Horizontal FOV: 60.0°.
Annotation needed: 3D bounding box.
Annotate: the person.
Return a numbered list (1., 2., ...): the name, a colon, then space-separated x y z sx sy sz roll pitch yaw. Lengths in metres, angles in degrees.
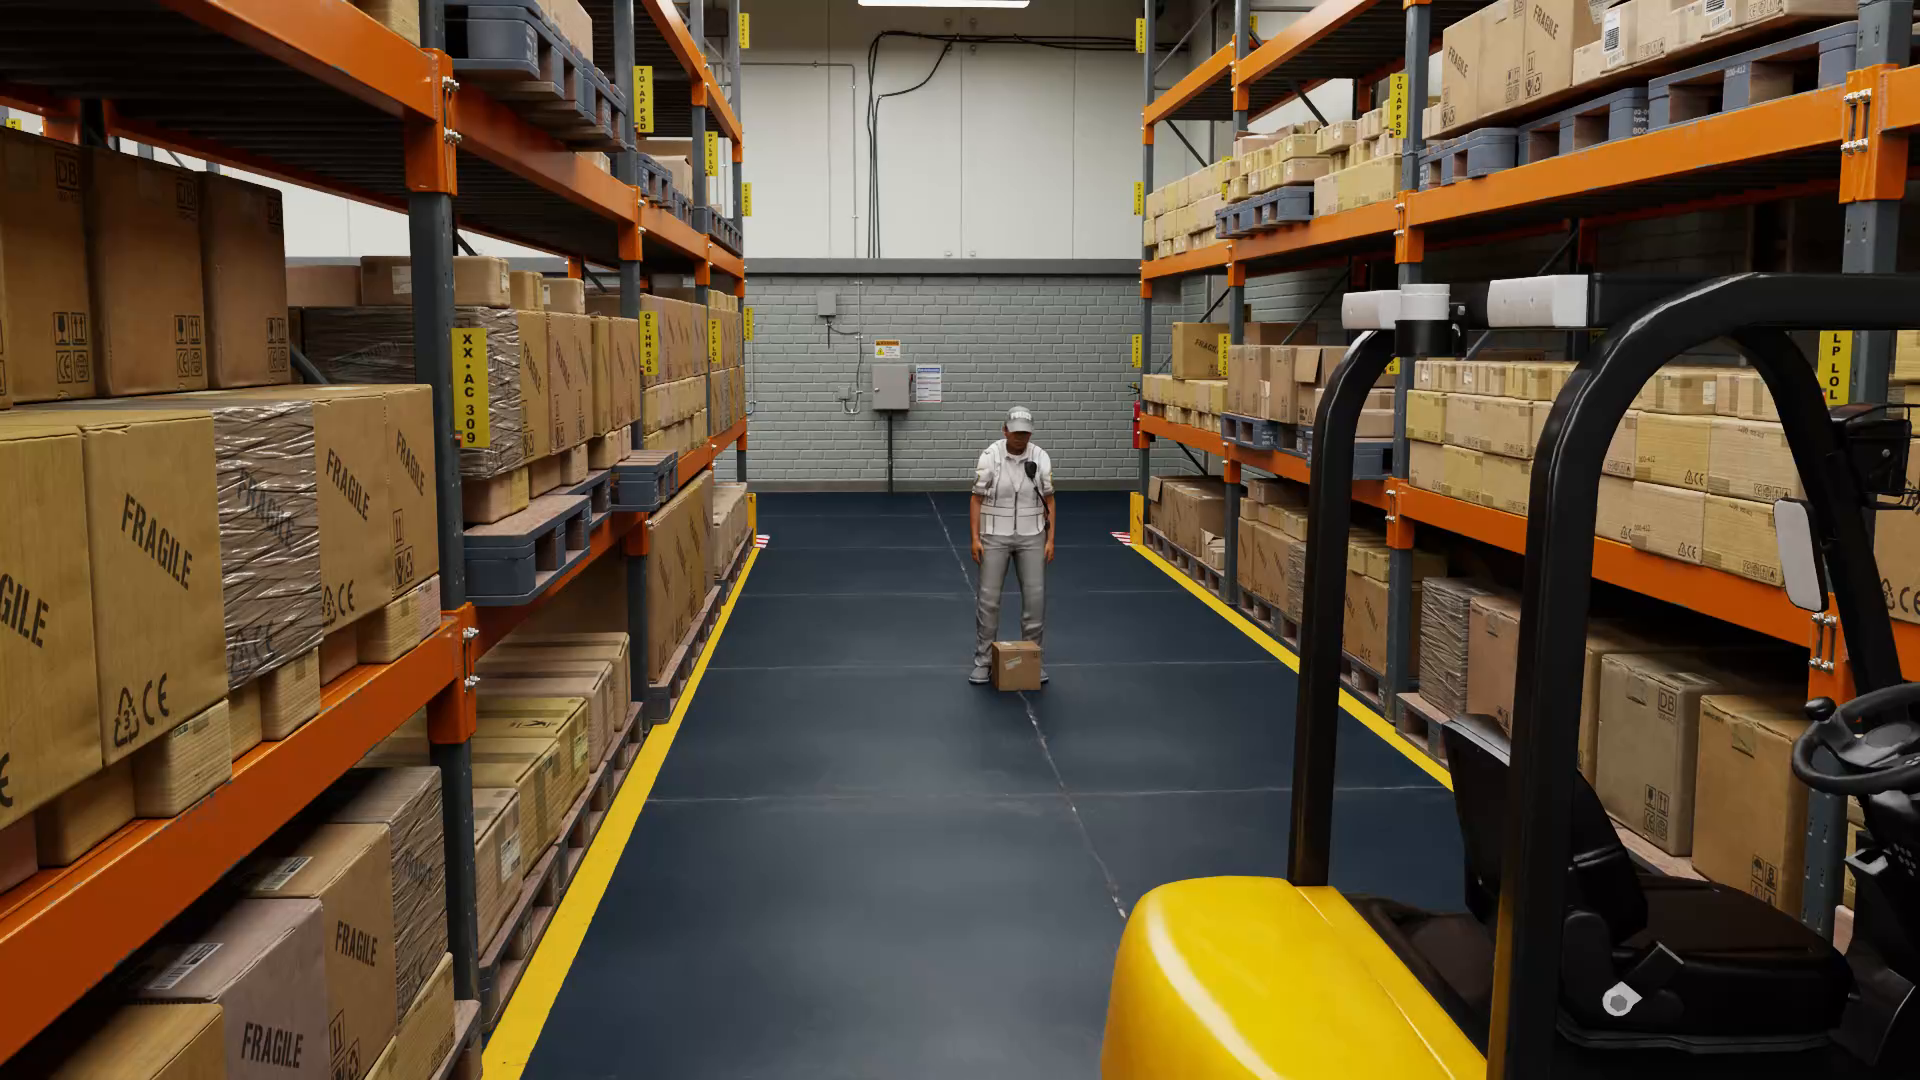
1. person: 0.315 0.021 10.055 0.539 1.665 0.466 -1 7 -5
